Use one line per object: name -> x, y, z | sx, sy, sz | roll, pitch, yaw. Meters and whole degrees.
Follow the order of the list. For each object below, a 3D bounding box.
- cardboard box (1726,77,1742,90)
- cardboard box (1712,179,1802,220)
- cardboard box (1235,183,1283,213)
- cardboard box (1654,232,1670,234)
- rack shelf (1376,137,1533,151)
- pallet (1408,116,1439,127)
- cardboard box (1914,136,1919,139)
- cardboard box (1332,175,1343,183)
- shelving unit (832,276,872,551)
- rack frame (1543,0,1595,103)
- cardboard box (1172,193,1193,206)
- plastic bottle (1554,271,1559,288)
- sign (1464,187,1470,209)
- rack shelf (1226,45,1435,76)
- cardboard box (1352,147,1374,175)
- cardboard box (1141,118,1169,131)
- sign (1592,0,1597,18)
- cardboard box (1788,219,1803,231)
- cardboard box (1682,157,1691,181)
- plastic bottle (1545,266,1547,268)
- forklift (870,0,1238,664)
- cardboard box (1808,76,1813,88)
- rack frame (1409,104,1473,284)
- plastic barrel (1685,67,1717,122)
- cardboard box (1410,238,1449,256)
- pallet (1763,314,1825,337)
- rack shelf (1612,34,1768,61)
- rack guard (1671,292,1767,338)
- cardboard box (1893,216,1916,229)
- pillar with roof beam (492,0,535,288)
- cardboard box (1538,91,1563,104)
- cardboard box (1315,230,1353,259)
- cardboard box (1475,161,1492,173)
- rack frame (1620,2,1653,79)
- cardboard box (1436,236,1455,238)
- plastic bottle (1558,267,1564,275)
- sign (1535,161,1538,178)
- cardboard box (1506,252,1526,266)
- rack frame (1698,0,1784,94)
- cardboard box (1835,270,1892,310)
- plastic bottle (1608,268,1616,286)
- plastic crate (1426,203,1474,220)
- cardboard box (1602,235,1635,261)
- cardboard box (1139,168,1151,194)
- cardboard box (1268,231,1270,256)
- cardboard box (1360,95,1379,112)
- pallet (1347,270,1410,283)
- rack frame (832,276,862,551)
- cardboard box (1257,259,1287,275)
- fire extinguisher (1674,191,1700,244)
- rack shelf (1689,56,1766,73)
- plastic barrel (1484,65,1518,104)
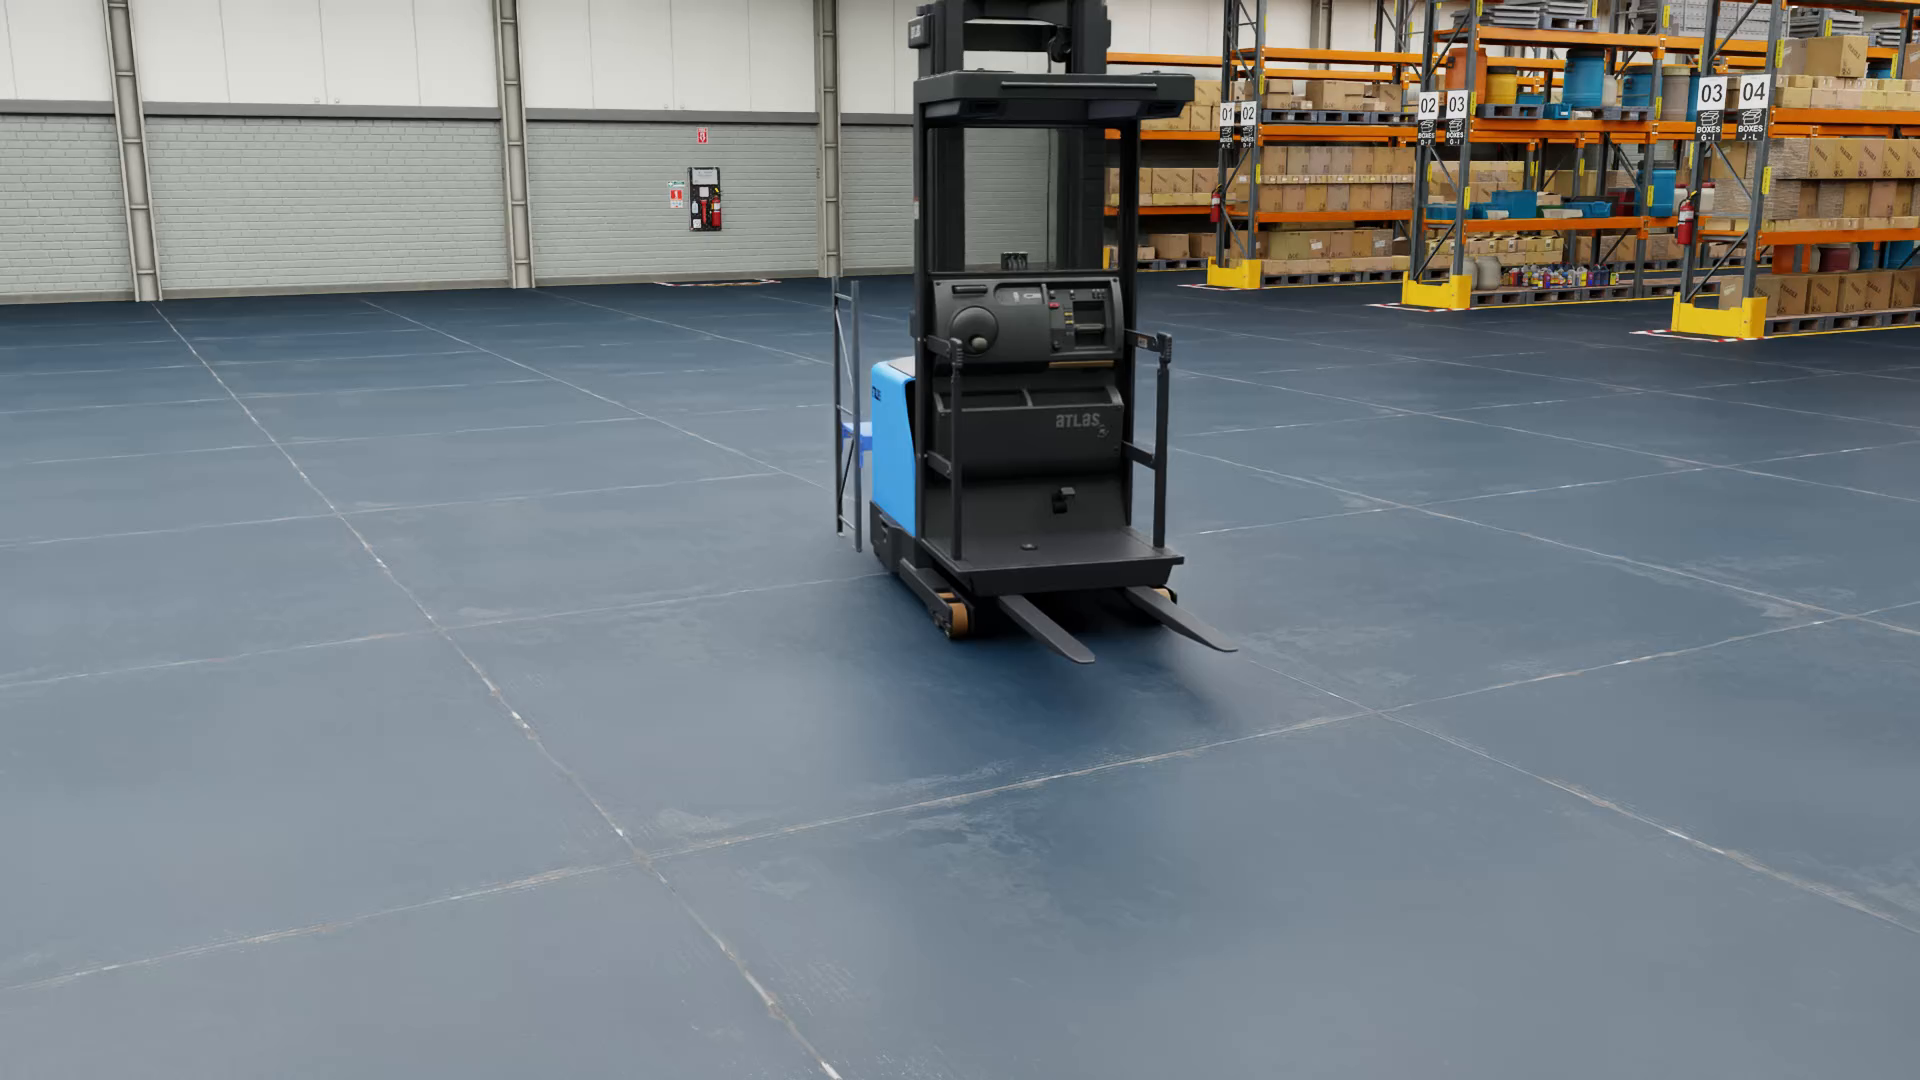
cardboard box -> 9.763, -5.784, 21.081 | 0.250, 0.149, 0.380 | -7, 14, -28
cardboard box -> 10.164, -4.357, 21.230 | 0.500, 0.500, 0.875 | -7, 14, -28
cardboard box -> 5.341, -6.115, 29.721 | 0.500, 0.500, 0.700 | -7, 14, -28
cardboard box -> 14.917, -6.273, 35.343 | 0.500, 0.500, 0.500 | -8, 15, -30
rack shelf -> 11.326, -9.138, 38.190 | 4.000, 0.370, 1.077 | -7, 14, -28
pallet -> 9.204, -7.906, 31.510 | 1.217, 0.209, 0.805 | -8, 15, -30
cardboard box -> 13.944, -5.085, 23.050 | 1.000, 1.000, 1.000 | -7, 14, -27
cardboard box -> 6.722, -6.546, 30.160 | 0.250, 0.149, 0.380 | -7, 14, -27
shelving unit -> -0.155, -0.755, 9.546 | 1.048, 1.500, 0.538 | -4, 13, -17
rack frame -> 11.947, -9.788, 32.606 | 0.127, 3.000, 1.000 | -7, 14, -28
cardboard box -> 4.473, -7.063, 34.458 | 0.500, 0.250, 0.500 | -7, 14, -27
plastic bottle -> 9.425, -4.125, 26.321 | 0.097, 0.271, 0.097 | 0, 13, 0
sign -> 7.555, -5.093, 24.778 | 0.005, 0.325, 0.100 | -7, 14, -28
rack shelf -> 6.681, -8.611, 29.924 | 4.000, 0.370, 1.077 | -7, 14, -28
cardboard box -> 7.167, -6.968, 30.558 | 0.500, 0.500, 0.700 | -7, 14, -28
cardboard box -> 3.904, -8.588, 33.832 | 0.500, 0.500, 0.500 | -6, 14, -25
sign -> 12.216, -10.214, 32.013 | 0.005, 0.325, 0.100 | -7, 14, -28
cardboard box -> 10.488, -4.018, 21.202 | 0.250, 0.149, 0.380 | -7, 14, -28
cardboard box -> 15.778, -7.922, 35.472 | 0.500, 0.500, 0.500 | -7, 14, -28
plastic bottle -> 9.568, -4.341, 27.250 | 0.133, 0.283, 0.061 | -6, 14, -25
forklift -> 0.388, -1.075, 7.708 | 1.130, 2.935, 3.031 | -3, 13, -15
cardboard box -> 10.458, -5.738, 20.876 | 0.250, 0.149, 0.380 | -7, 15, -29
rack frame -> 7.295, -5.065, 25.282 | 0.127, 3.000, 1.000 | -7, 14, -28
plastic barrel -> 12.297, -7.426, 27.802 | 0.708, 0.901, 0.600 | -7, 14, -28
cardboard box -> 8.918, -5.573, 31.569 | 0.500, 0.311, 0.500 | -7, 14, -28
pallet -> 10.465, -2.836, 21.732 | 1.213, 0.211, 1.003 | -7, 14, -28
rack shelf -> 12.562, -8.077, 27.551 | 4.000, 0.370, 1.077 | -7, 14, -28
rack guard -> 9.735, -2.899, 21.350 | 0.348, 0.500, 1.175 | -7, 14, -28
cardboard box -> 12.493, -4.242, 22.199 | 0.250, 0.149, 0.380 | -7, 14, -28
pillar with roof beam -> -5.722, -8.049, 24.879 | 0.400, 9.000, 9.100 | -7, 14, -28
cardboard box -> 13.841, -10.267, 39.016 | 0.500, 0.500, 0.500 | -7, 14, -28
cardboard box -> 6.820, -5.420, 30.458 | 0.500, 0.500, 0.500 | -7, 14, -28
cardboard box -> 11.893, -8.602, 38.340 | 0.500, 0.250, 0.500 | -7, 14, -27
rack frame -> 16.592, -11.584, 40.586 | 0.127, 3.000, 1.000 | -7, 14, -28
cardboard box -> 9.547, -5.783, 32.504 | 0.500, 0.311, 0.500 | -7, 14, -28
plastic bottle -> 9.830, -4.326, 27.210 | 0.097, 0.271, 0.097 | 0, 13, 0
sign -> 11.679, -7.491, 33.607 | 0.005, 0.325, 0.100 | -7, 14, -28
cardboard box -> 10.709, -5.515, 32.589 | 0.500, 0.250, 0.500 | -6, 14, -27
rack frame -> 9.669, -7.037, 20.382 | 0.127, 3.000, 1.000 | -7, 14, -28
cardboard box -> 12.310, -3.420, 22.712 | 0.500, 0.500, 0.500 | -2, 13, -10
plastic bottle -> 10.542, -4.261, 26.894 | 0.133, 0.283, 0.061 | -6, 14, -25
plastic crate -> 7.591, -5.102, 25.788 | 0.616, 0.251, 0.499 | -7, 14, -28
cardboard box -> 13.383, -5.957, 33.939 | 0.500, 0.500, 0.500 | -7, 14, -29
cardboard box -> 3.550, -7.319, 33.886 | 0.500, 0.500, 0.500 | -7, 14, -28
cardboard box -> 6.698, -6.470, 36.220 | 0.500, 0.500, 0.700 | -6, 14, -26
cardboard box -> 7.394, -8.075, 30.752 | 0.500, 0.311, 0.500 | -8, 15, -31
pallet -> 7.718, -5.004, 31.365 | 1.213, 0.211, 1.003 | -7, 14, -28
rack frame -> -0.640, -0.721, 9.397 | 0.032, 1.500, 0.500 | -4, 13, -17
cardboard box -> 5.503, -4.897, 29.841 | 0.500, 0.250, 0.500 | -7, 14, -28
fire extinguisher -> 9.347, -4.149, 21.390 | 0.183, 0.674, 0.296 | -7, 14, -28
rack shelf -> 17.214, -10.067, 35.490 | 4.000, 0.370, 1.077 | -7, 14, -28
plastic barrel -> 8.235, -6.969, 25.527 | 0.600, 0.588, 0.600 | 0, 13, 0
